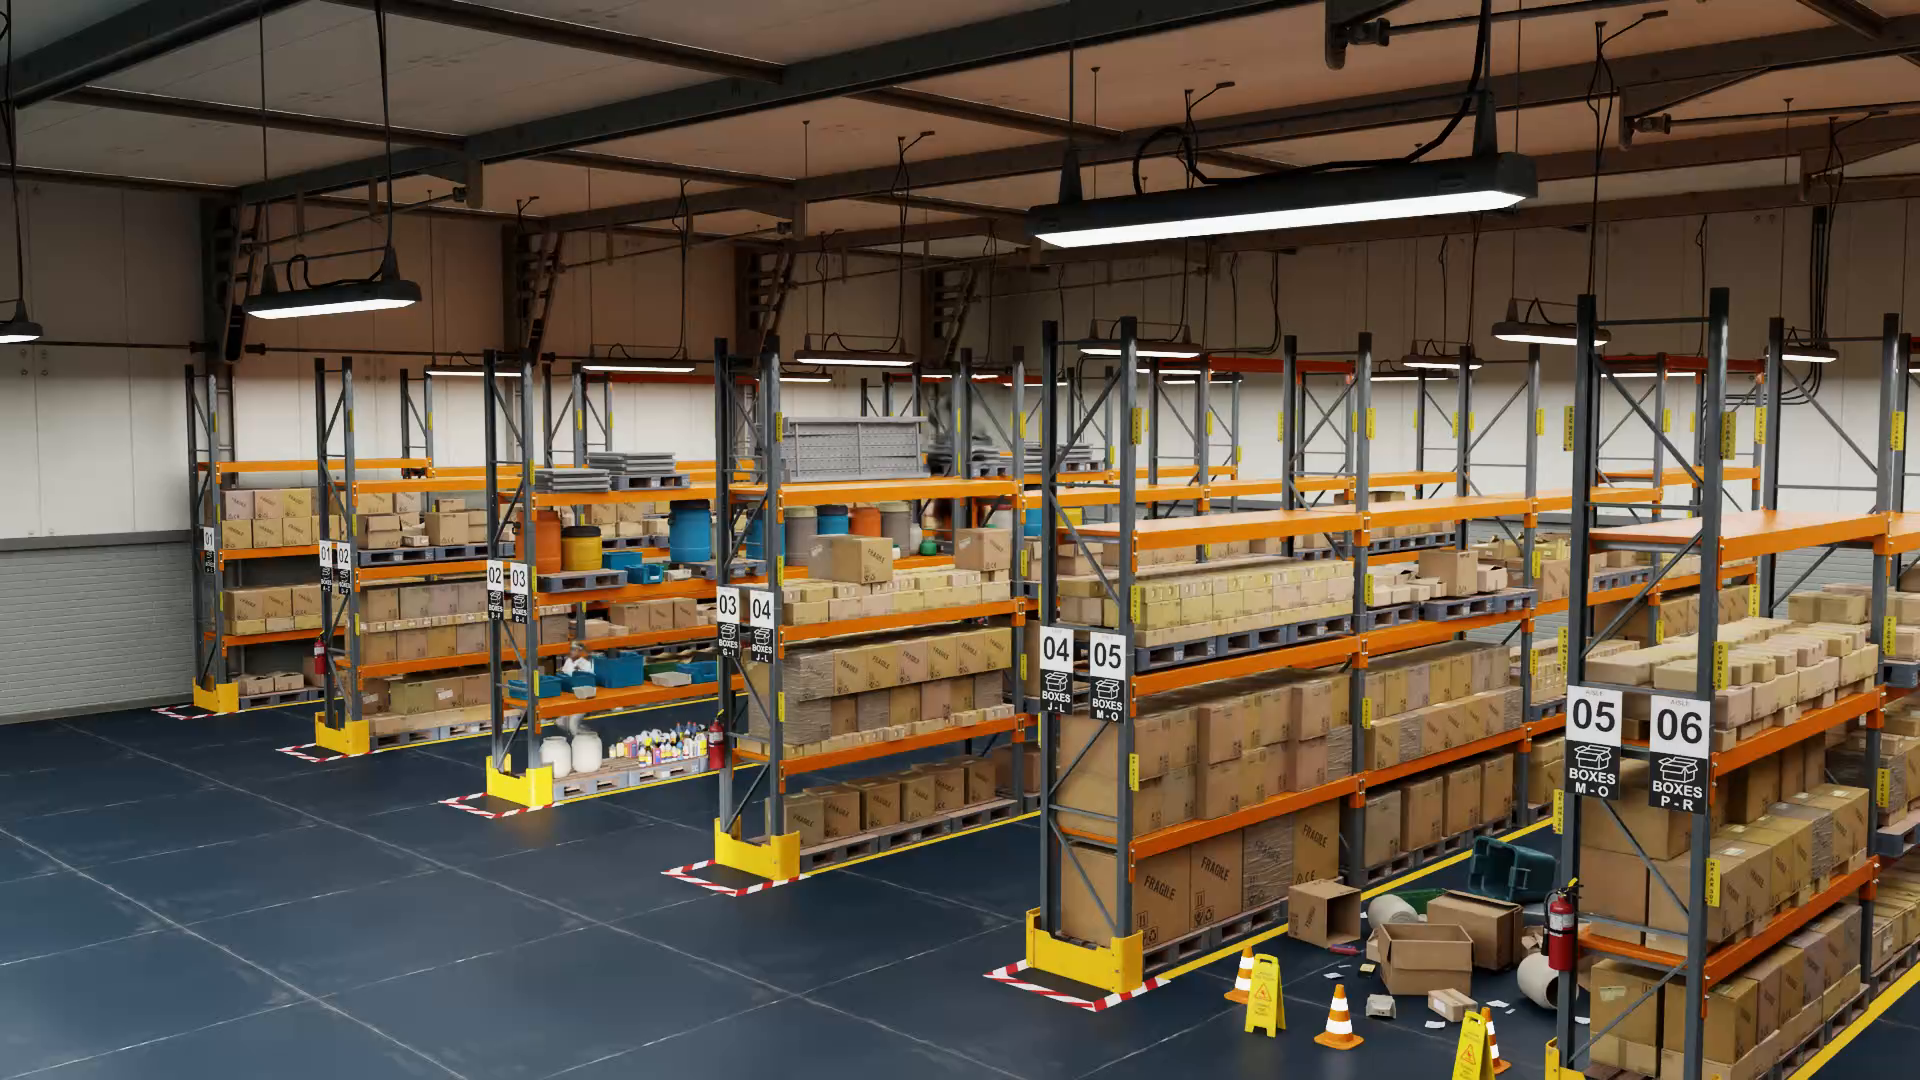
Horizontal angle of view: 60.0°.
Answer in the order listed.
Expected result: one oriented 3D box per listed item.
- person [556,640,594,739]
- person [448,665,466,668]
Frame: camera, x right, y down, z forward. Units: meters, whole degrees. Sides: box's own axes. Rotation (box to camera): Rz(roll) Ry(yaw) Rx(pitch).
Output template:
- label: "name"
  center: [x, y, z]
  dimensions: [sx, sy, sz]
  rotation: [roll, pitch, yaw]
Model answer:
- label: "person"
  center: [-5.817, 2.373, 25.097]
  dimensions: [0.658, 1.733, 0.618]
  rotation: [3, 5, 30]
- label: "person"
  center: [-8.741, 2.122, 28.828]
  dimensions: [0.542, 1.726, 0.713]
  rotation: [2, 5, 28]
